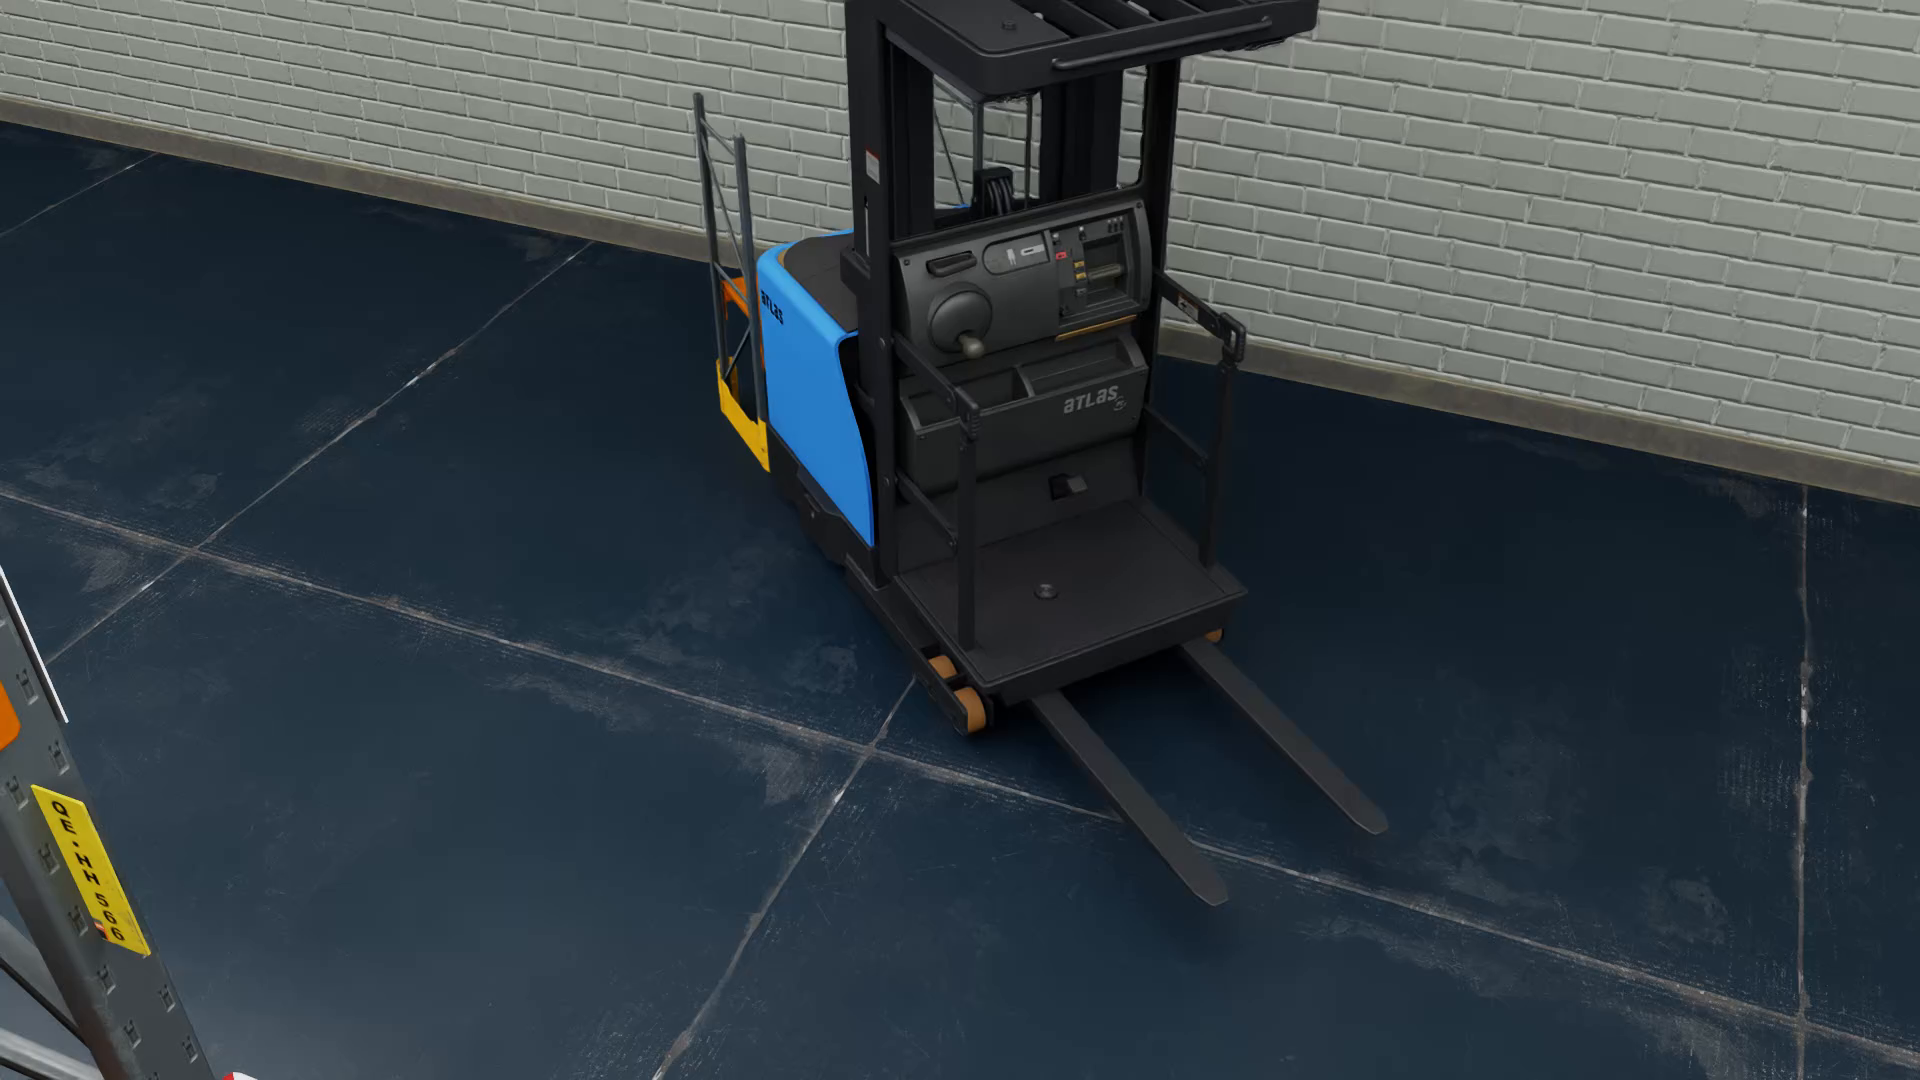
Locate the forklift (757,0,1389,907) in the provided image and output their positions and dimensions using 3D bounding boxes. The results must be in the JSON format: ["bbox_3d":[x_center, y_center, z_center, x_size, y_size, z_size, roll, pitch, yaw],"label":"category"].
[{"bbox_3d":[0.331,-0.802,5.375,1.130,2.935,3.031,-18,40,-22],"label":"forklift"}]

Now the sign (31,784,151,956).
[{"bbox_3d":[-1.269,0.486,2.429,0.100,0.325,0.005,14,39,18],"label":"sign"}]

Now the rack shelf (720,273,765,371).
[{"bbox_3d":[-0.487,-1.045,7.196,1.000,0.185,0.538,-17,40,-21],"label":"rack shelf"}]

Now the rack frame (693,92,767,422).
[{"bbox_3d":[-0.940,-1.051,6.904,0.032,1.500,0.500,-17,40,-21],"label":"rack frame"}]

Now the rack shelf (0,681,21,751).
[{"bbox_3d":[-2.527,1.108,0.858,1.077,0.370,4.000,14,39,18],"label":"rack shelf"}]

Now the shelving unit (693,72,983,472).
[{"bbox_3d":[-0.479,-1.192,7.092,1.083,1.500,0.587,-17,40,-21],"label":"shelving unit"}]

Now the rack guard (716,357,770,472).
[{"bbox_3d":[-0.922,-0.556,7.285,0.087,0.250,0.587,-17,40,-21],"label":"rack guard"}]

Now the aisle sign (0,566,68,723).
[{"bbox_3d":[-1.461,-0.099,2.206,0.394,0.787,0.004,14,39,18],"label":"aisle sign"}]

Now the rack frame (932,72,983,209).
[{"bbox_3d":[-0.034,-1.327,7.273,0.032,1.500,0.500,-17,40,-21],"label":"rack frame"}]
